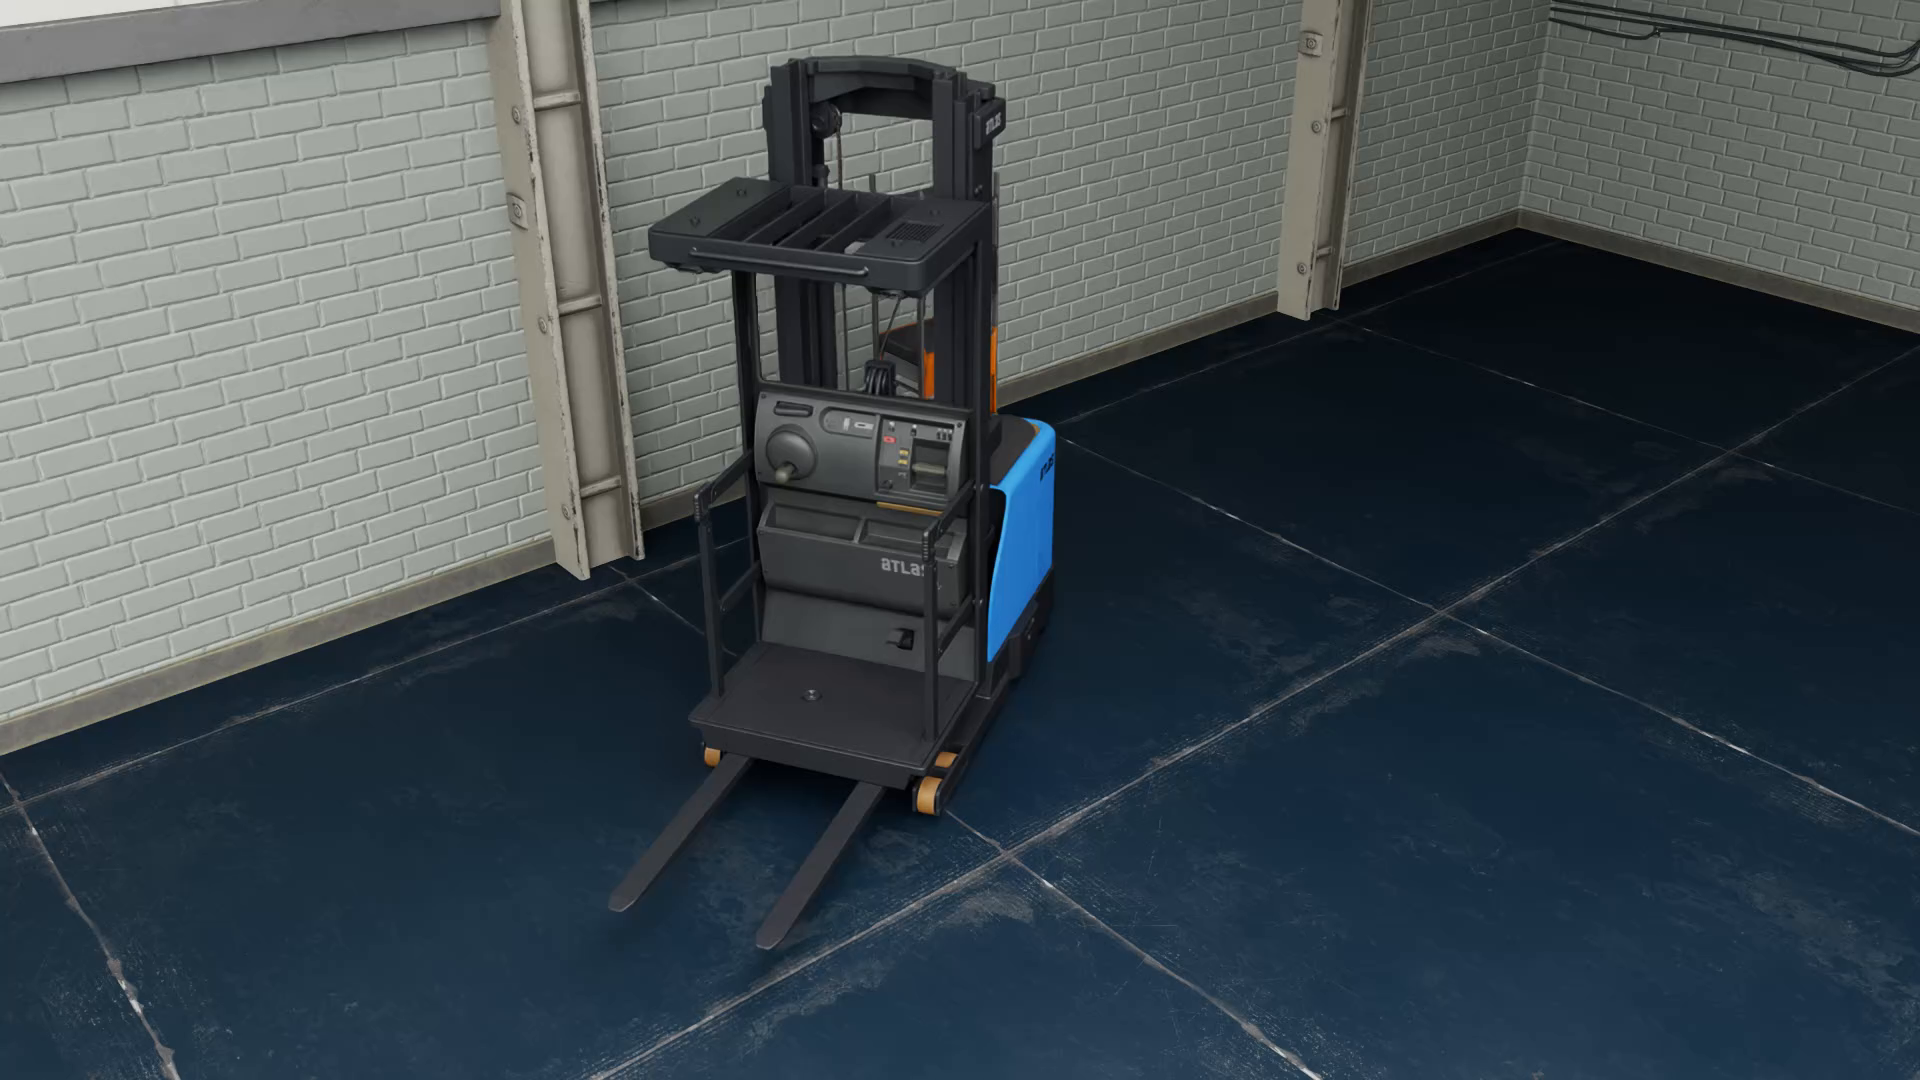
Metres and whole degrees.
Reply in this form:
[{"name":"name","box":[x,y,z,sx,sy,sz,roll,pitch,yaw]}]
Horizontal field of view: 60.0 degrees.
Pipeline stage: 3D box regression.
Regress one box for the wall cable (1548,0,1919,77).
[{"name":"wall cable","box":[5.701,-4.761,11.906,0.112,2.526,3.097,-22,35,-35]}]

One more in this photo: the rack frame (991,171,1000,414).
[{"name":"rack frame","box":[0.060,-0.950,8.800,0.015,2.100,0.400,-22,35,-35]}]

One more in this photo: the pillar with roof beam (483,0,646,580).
[{"name":"pillar with roof beam","box":[0.832,-2.324,4.052,0.400,9.000,9.100,-22,35,-35]}]

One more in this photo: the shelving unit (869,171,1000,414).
[{"name":"shelving unit","box":[-0.126,-0.875,8.660,0.503,2.100,0.431,-22,35,-35]}]

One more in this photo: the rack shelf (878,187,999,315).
[{"name":"rack shelf","box":[-0.126,-1.481,8.337,0.480,0.518,0.431,-22,35,-35]}]

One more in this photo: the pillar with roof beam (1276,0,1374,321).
[{"name":"pillar with roof beam","box":[5.396,-4.160,7.486,0.400,9.000,9.100,-22,35,-35]}]

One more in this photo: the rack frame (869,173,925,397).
[{"name":"rack frame","box":[-0.312,-0.801,8.521,0.015,2.100,0.400,-22,35,-35]}]

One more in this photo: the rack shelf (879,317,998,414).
[{"name":"rack shelf","box":[-0.126,-0.863,8.667,0.480,0.518,0.431,-22,35,-35]}]

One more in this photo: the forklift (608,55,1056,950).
[{"name":"forklift","box":[-0.495,-0.341,6.779,1.130,2.935,3.031,9,30,17]}]
